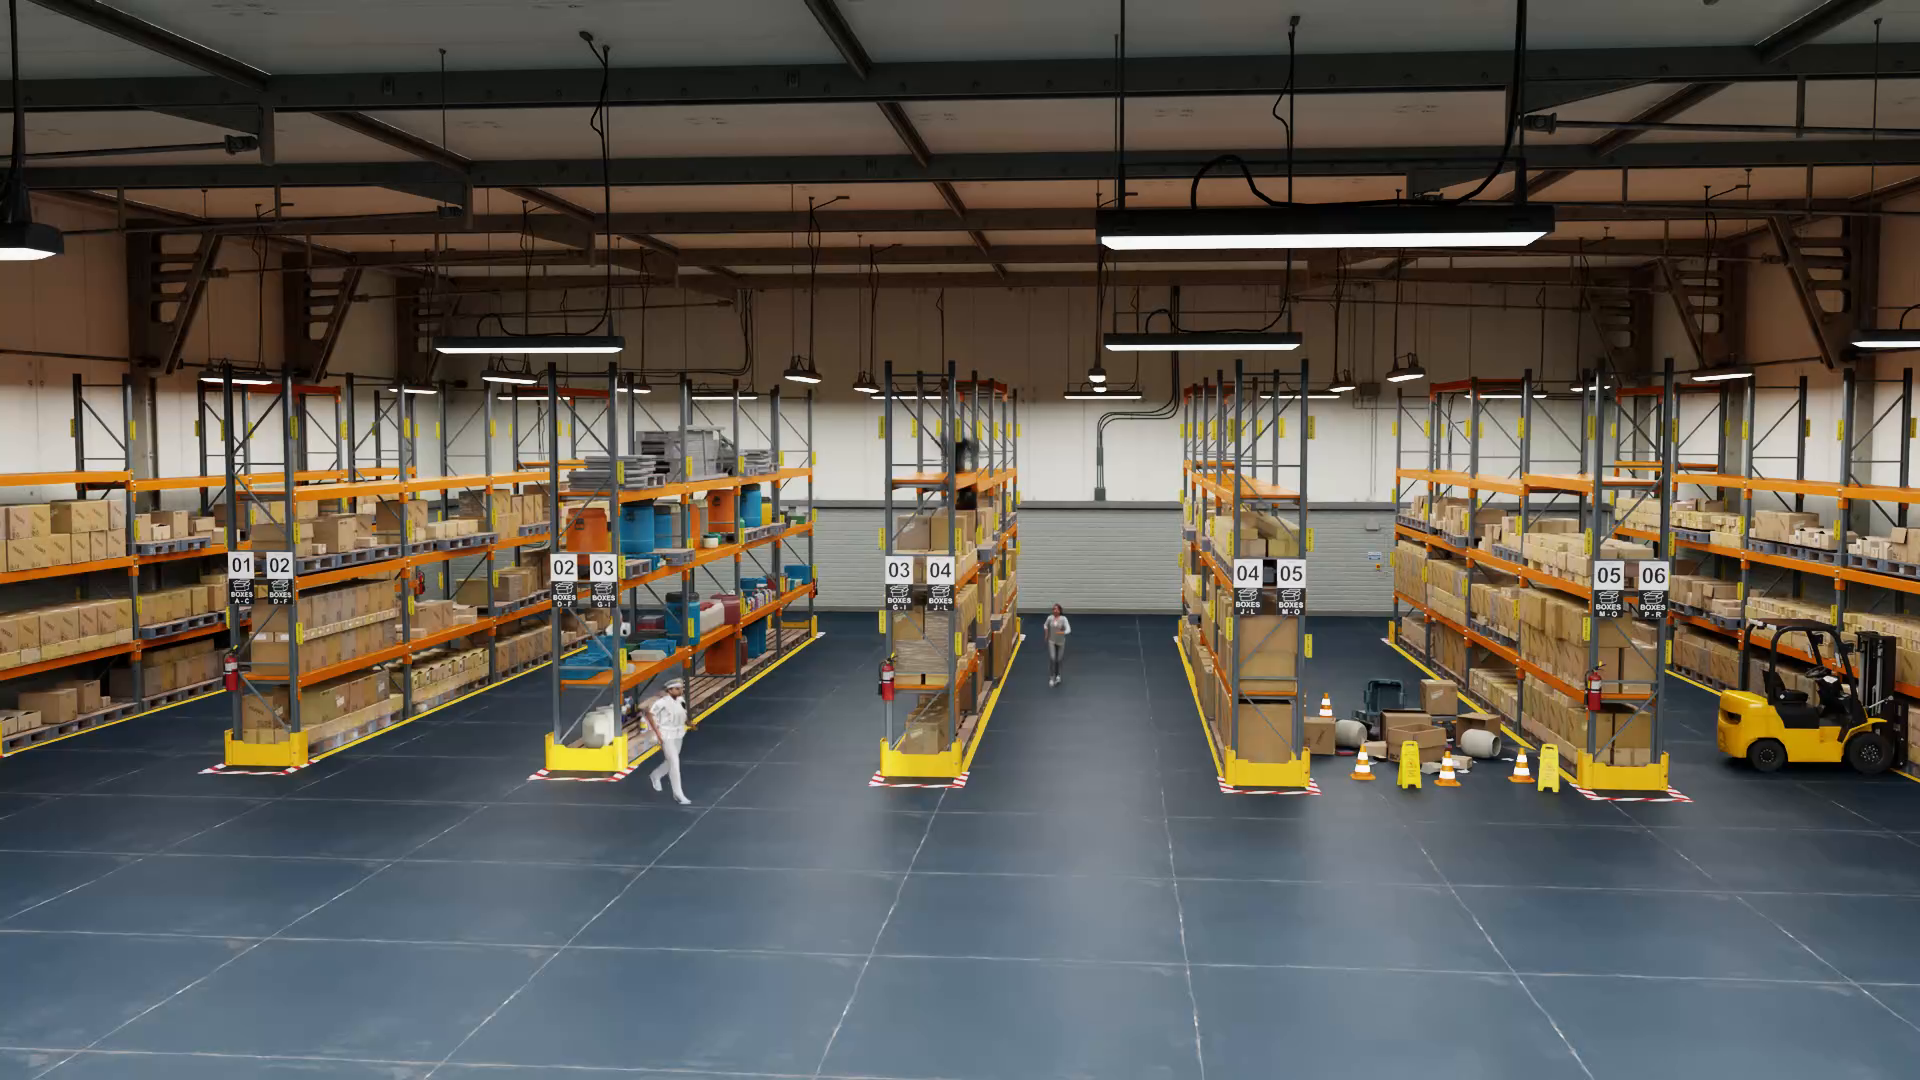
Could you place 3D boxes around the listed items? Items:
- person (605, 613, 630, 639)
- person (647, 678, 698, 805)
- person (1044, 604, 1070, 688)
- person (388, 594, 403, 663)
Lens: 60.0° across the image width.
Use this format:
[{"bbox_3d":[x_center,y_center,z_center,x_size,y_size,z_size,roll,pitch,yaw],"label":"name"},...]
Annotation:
[{"bbox_3d":[-6.487,2.142,31.809,0.599,1.554,0.723,0,4,-5],"label":"person"},{"bbox_3d":[-3.940,2.690,22.518,0.877,1.695,0.551,3,5,38],"label":"person"},{"bbox_3d":[1.903,2.067,32.578,0.522,1.628,0.705,0,4,5],"label":"person"},{"bbox_3d":[-11.584,1.932,33.991,0.631,1.673,0.624,0,4,6],"label":"person"}]
